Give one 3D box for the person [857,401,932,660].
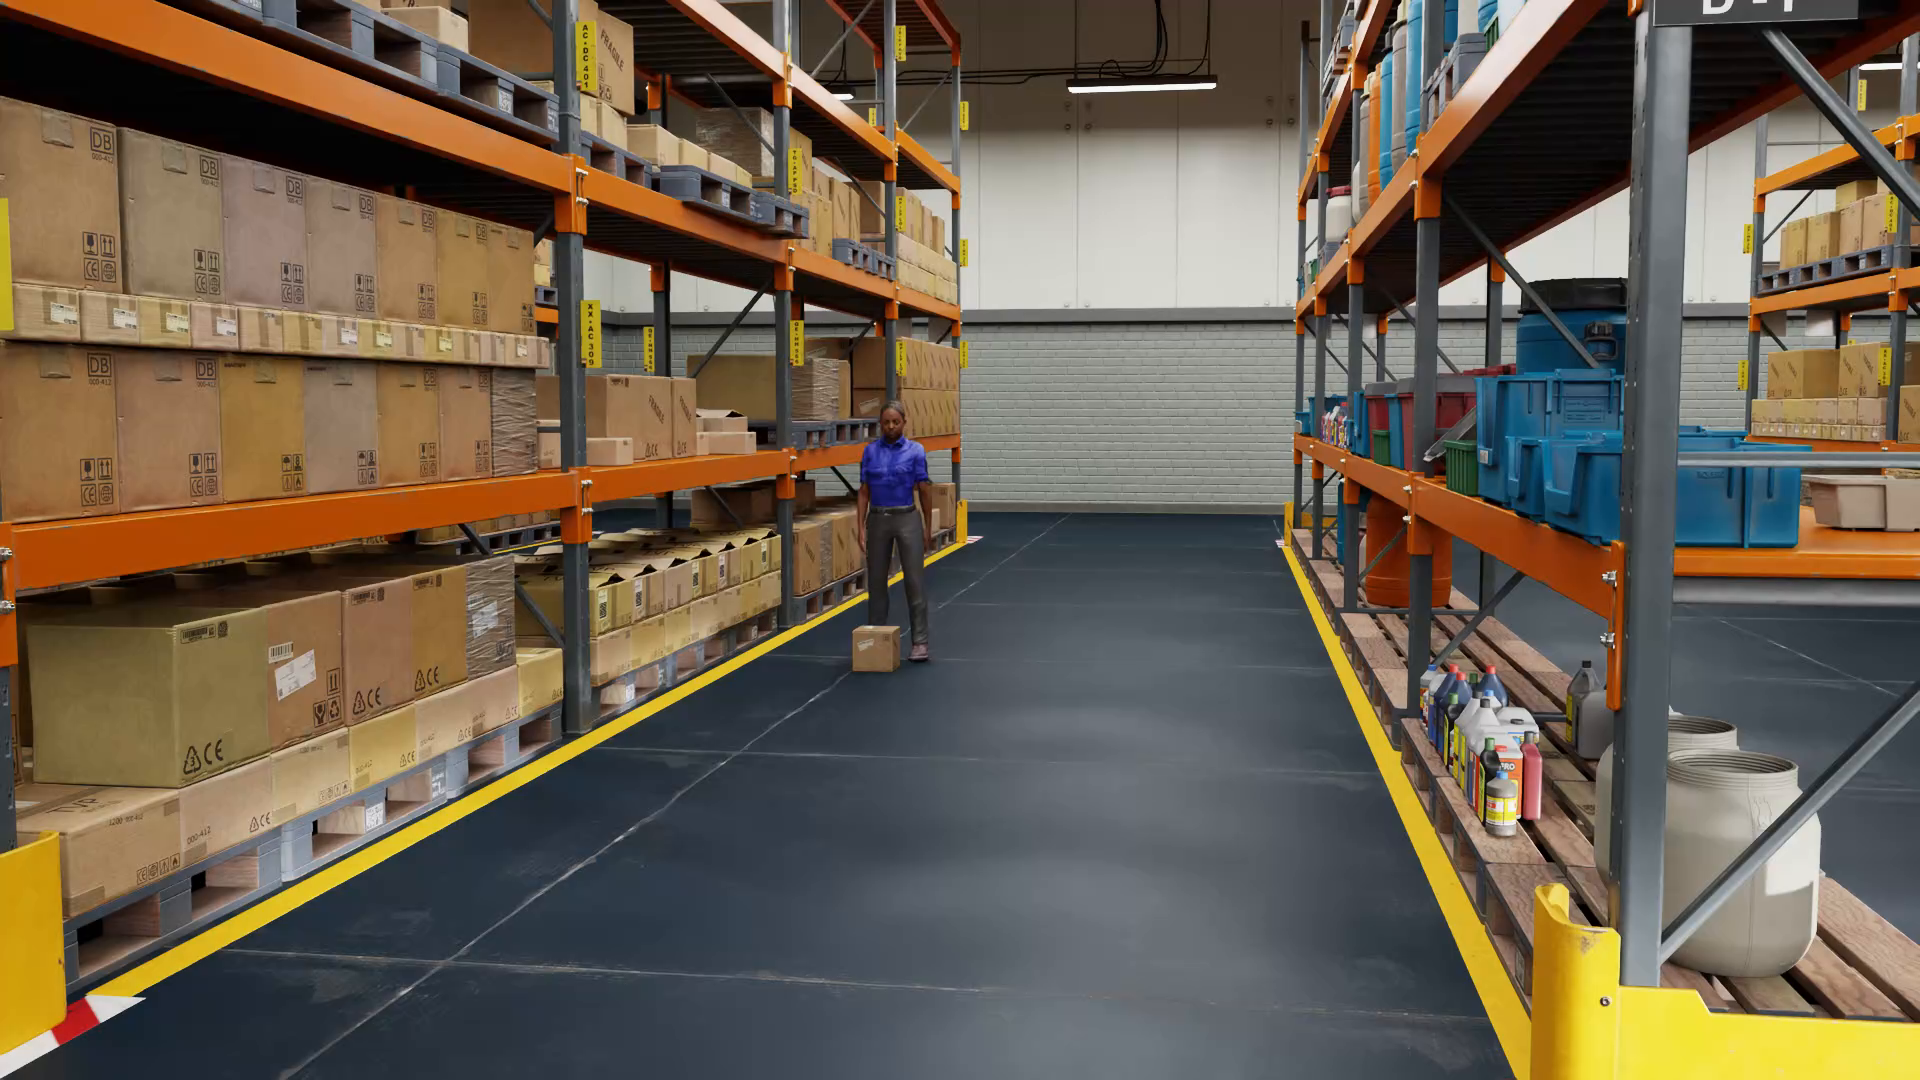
[{"bbox_3d":[-0.435,-0.069,10.747,0.503,1.659,0.413,1,5,9],"label":"person"}]
